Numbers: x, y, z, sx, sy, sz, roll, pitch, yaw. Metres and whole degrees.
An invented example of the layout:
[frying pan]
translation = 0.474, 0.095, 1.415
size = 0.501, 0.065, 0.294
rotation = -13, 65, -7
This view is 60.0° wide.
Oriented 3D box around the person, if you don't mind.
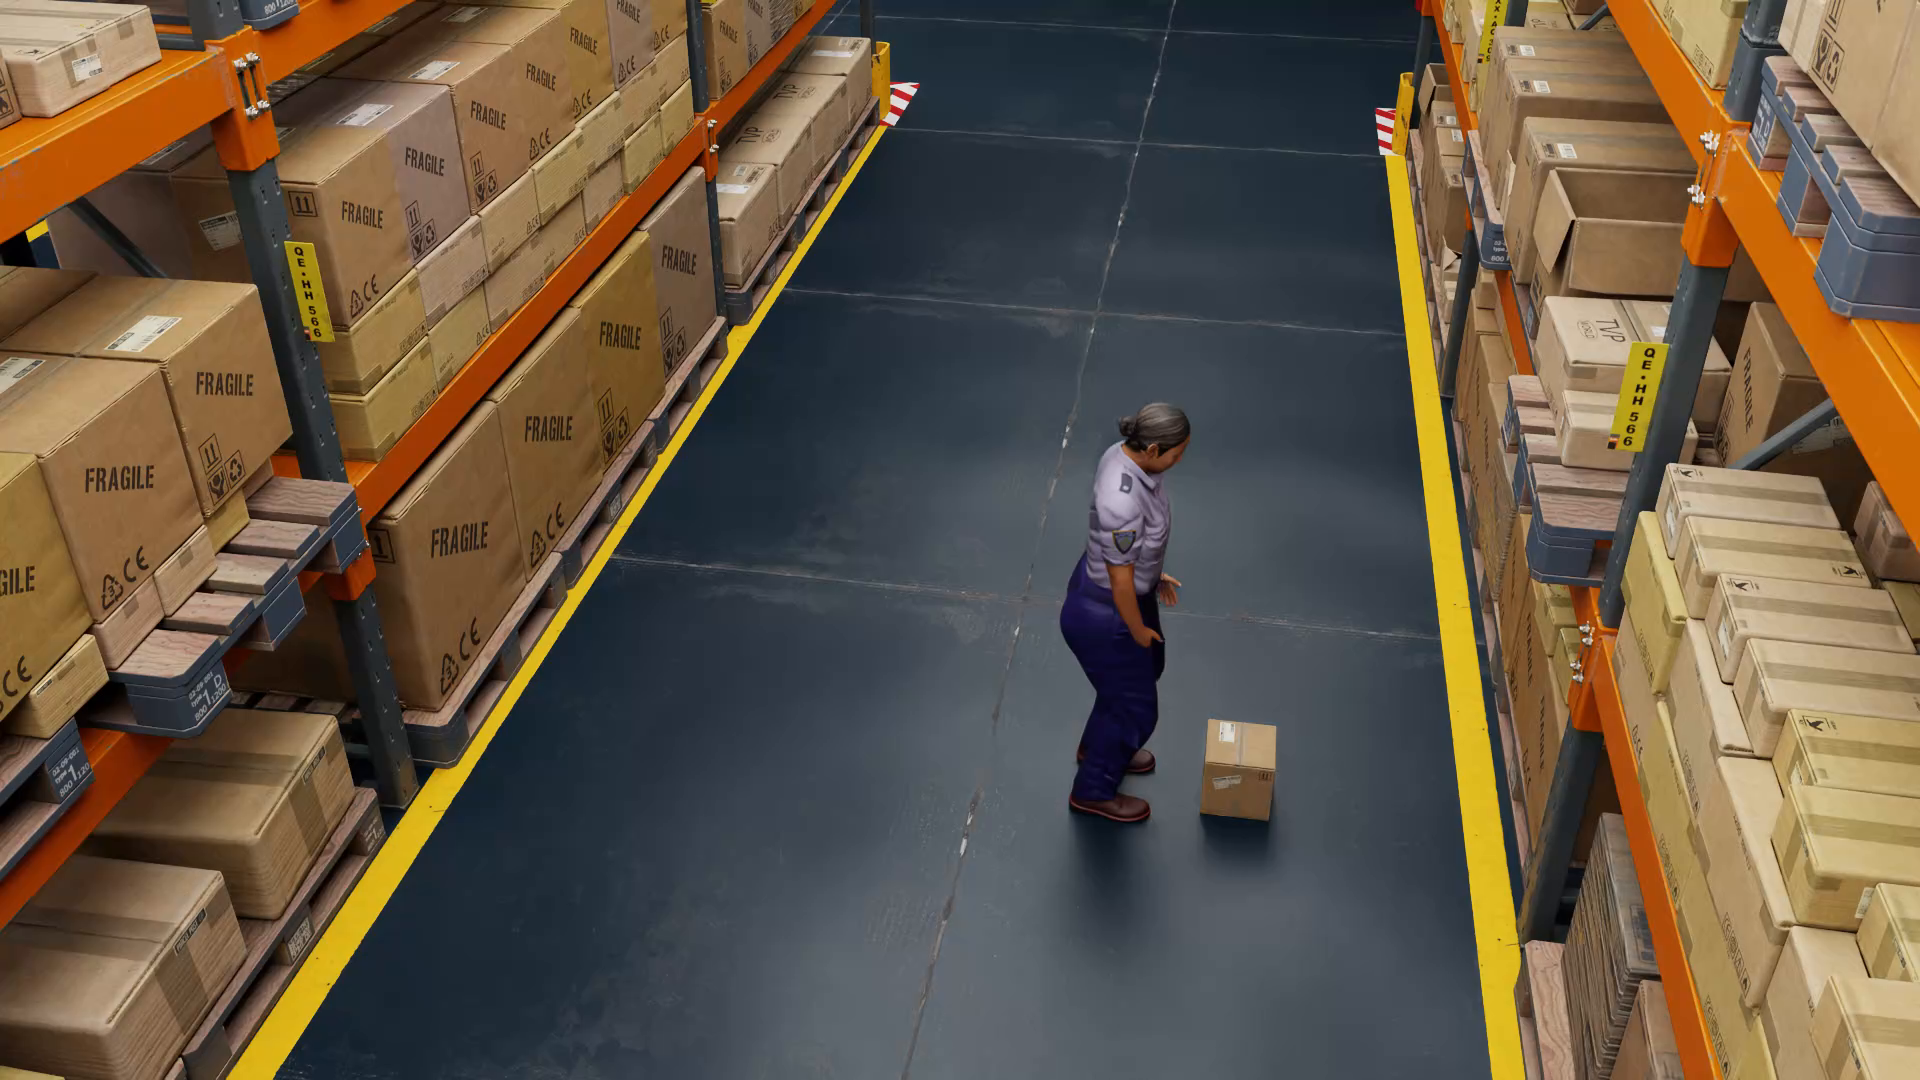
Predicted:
[person]
translation = 0.565, 0.230, 5.842
size = 0.397, 1.607, 0.496
rotation = 6, 33, 9
